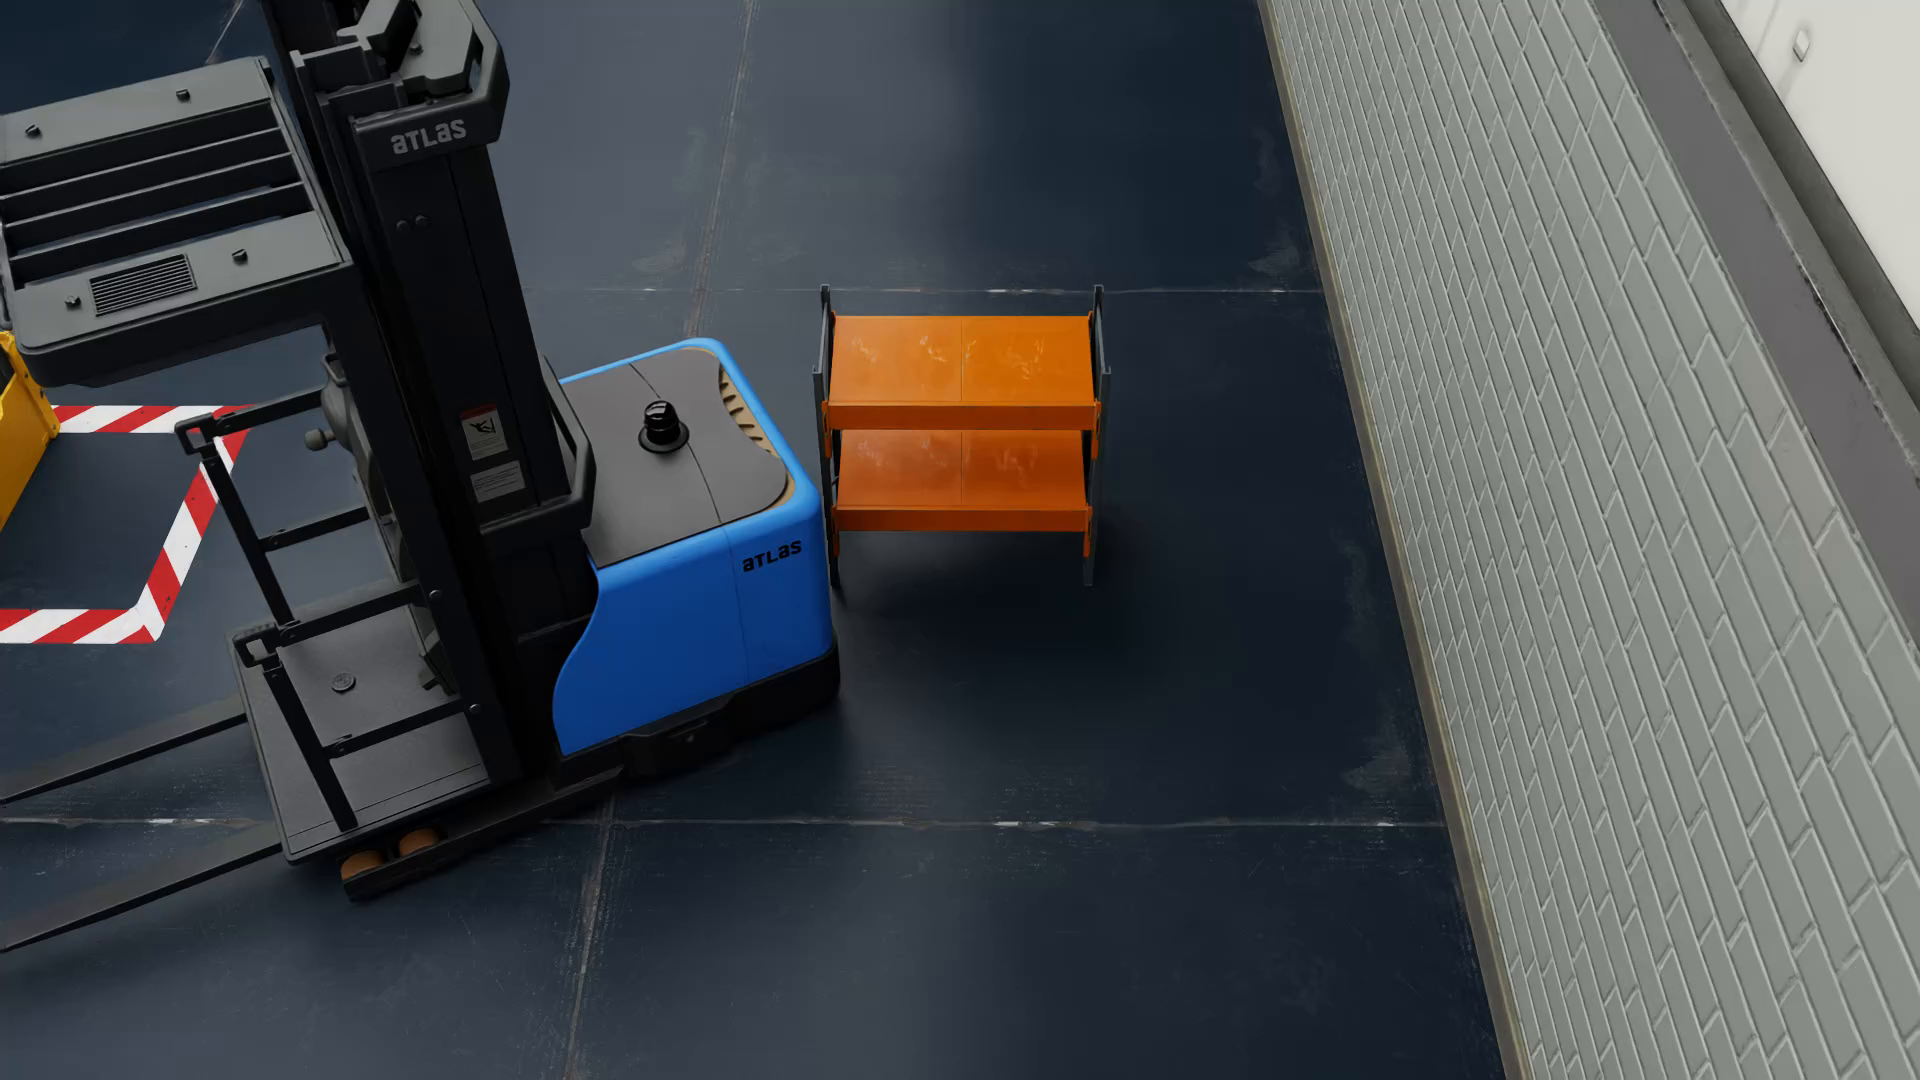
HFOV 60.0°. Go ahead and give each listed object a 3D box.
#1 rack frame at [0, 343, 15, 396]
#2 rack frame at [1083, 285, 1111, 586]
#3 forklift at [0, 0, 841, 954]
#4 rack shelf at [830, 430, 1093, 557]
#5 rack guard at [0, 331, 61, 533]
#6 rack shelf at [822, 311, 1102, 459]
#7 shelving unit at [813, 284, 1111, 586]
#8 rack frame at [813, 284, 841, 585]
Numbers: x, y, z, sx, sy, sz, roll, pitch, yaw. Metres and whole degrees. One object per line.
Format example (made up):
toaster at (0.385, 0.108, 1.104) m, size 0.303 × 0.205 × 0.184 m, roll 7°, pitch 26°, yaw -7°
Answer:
rack frame at (-4.039, -1.127, 5.831) m, size 0.127 × 3.000 × 1.000 m, roll 0°, pitch 47°, yaw 0°
rack frame at (0.515, -0.382, 6.418) m, size 0.032 × 1.125 × 0.500 m, roll 0°, pitch 47°, yaw 0°
forklift at (-1.999, -0.225, 5.038) m, size 3.031 × 2.935 × 1.130 m, roll -21°, pitch 50°, yaw -18°
rack shelf at (0.007, -0.217, 6.598) m, size 1.000 × 0.278 × 0.538 m, roll 0°, pitch 47°, yaw 0°
rack guard at (-4.115, -0.276, 6.746) m, size 0.348 × 0.500 × 1.175 m, roll 0°, pitch 47°, yaw 0°
rack shelf at (0.007, -0.583, 6.205) m, size 1.000 × 0.278 × 0.538 m, roll 0°, pitch 47°, yaw 0°
shelving unit at (0.007, -0.383, 6.419) m, size 1.048 × 1.125 × 0.538 m, roll 0°, pitch 47°, yaw 0°
rack frame at (-0.502, -0.385, 6.420) m, size 0.032 × 1.125 × 0.500 m, roll 0°, pitch 47°, yaw 0°
